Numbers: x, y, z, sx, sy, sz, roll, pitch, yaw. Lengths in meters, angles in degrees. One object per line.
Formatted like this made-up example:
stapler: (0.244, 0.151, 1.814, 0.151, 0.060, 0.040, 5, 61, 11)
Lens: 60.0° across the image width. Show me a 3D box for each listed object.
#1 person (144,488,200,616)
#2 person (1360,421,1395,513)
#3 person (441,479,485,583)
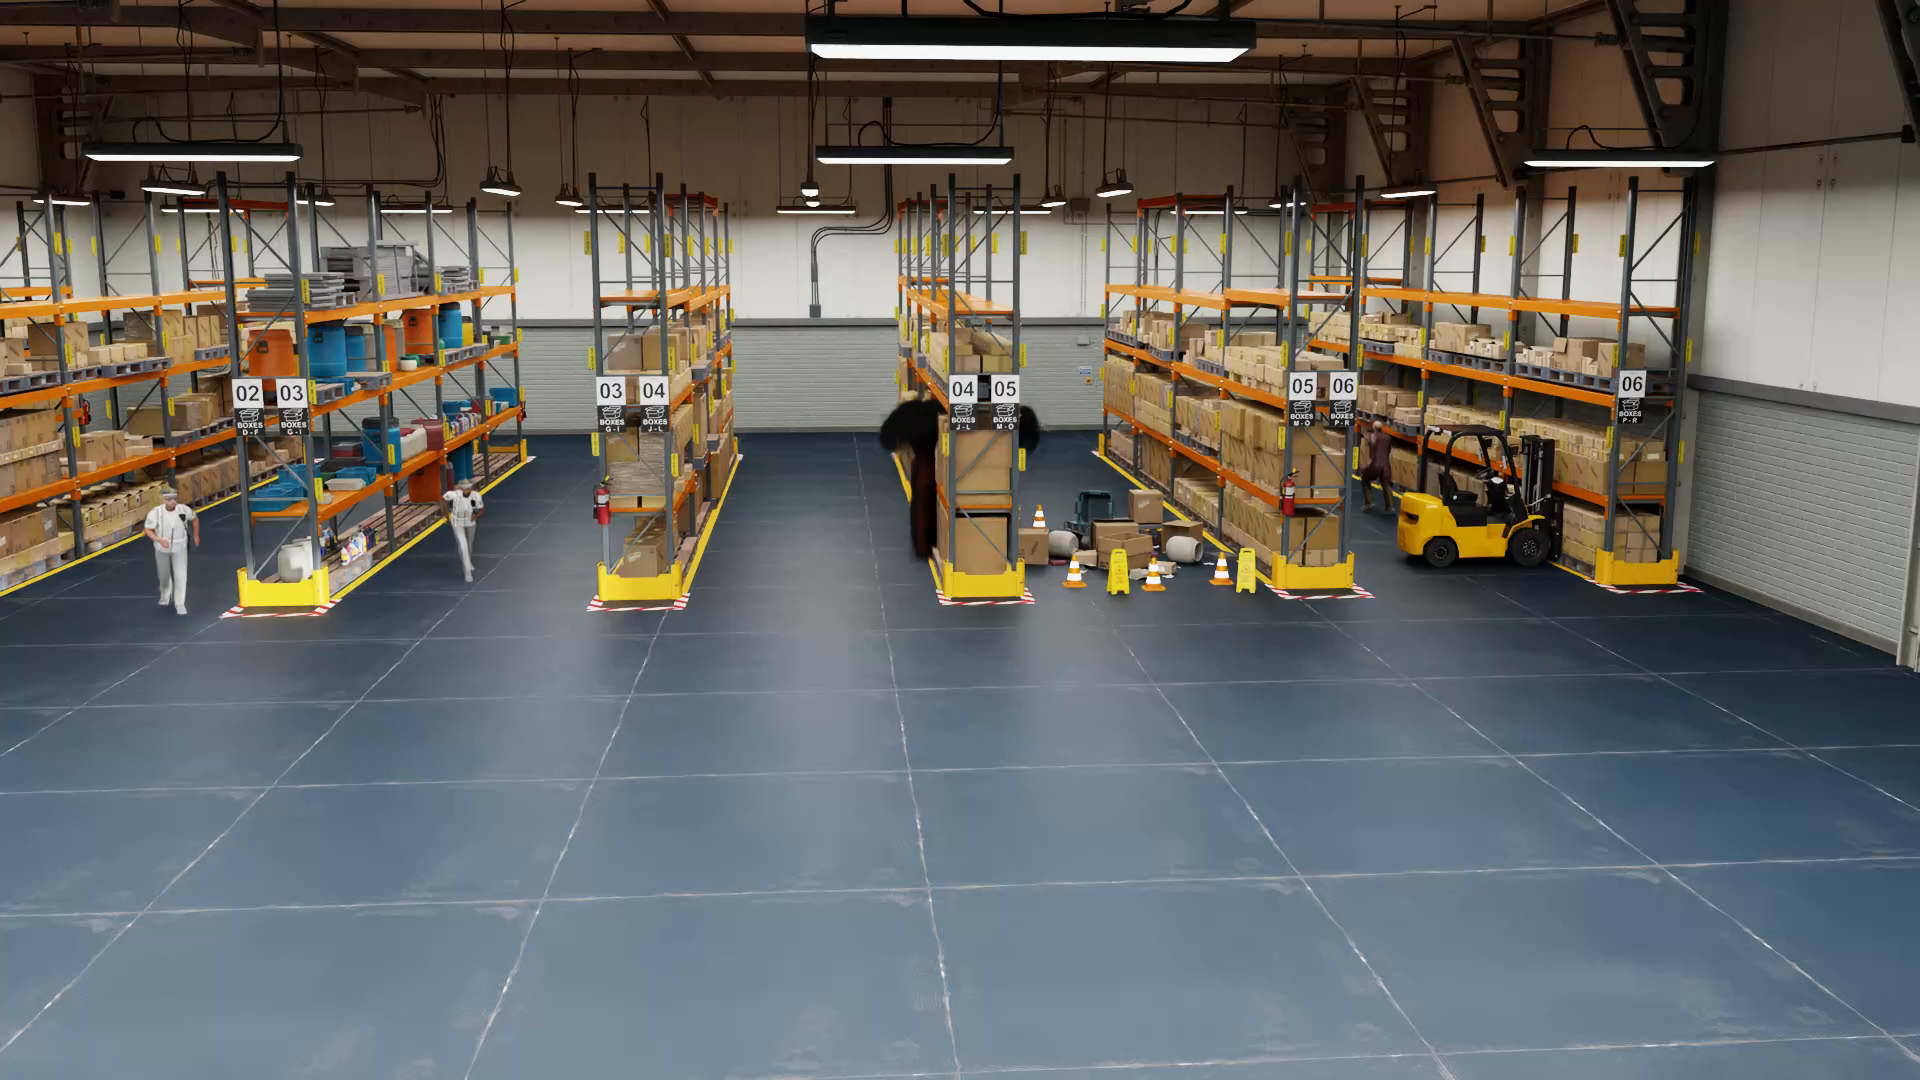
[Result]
person: (-10.887, 0.141, 23.023, 0.668, 1.789, 0.859, -4, 11, -23)
person: (7.921, -1.368, 31.368, 0.624, 1.731, 1.057, -3, 10, -14)
person: (-7.548, -0.170, 25.310, 0.623, 1.622, 0.947, -4, 11, -20)
